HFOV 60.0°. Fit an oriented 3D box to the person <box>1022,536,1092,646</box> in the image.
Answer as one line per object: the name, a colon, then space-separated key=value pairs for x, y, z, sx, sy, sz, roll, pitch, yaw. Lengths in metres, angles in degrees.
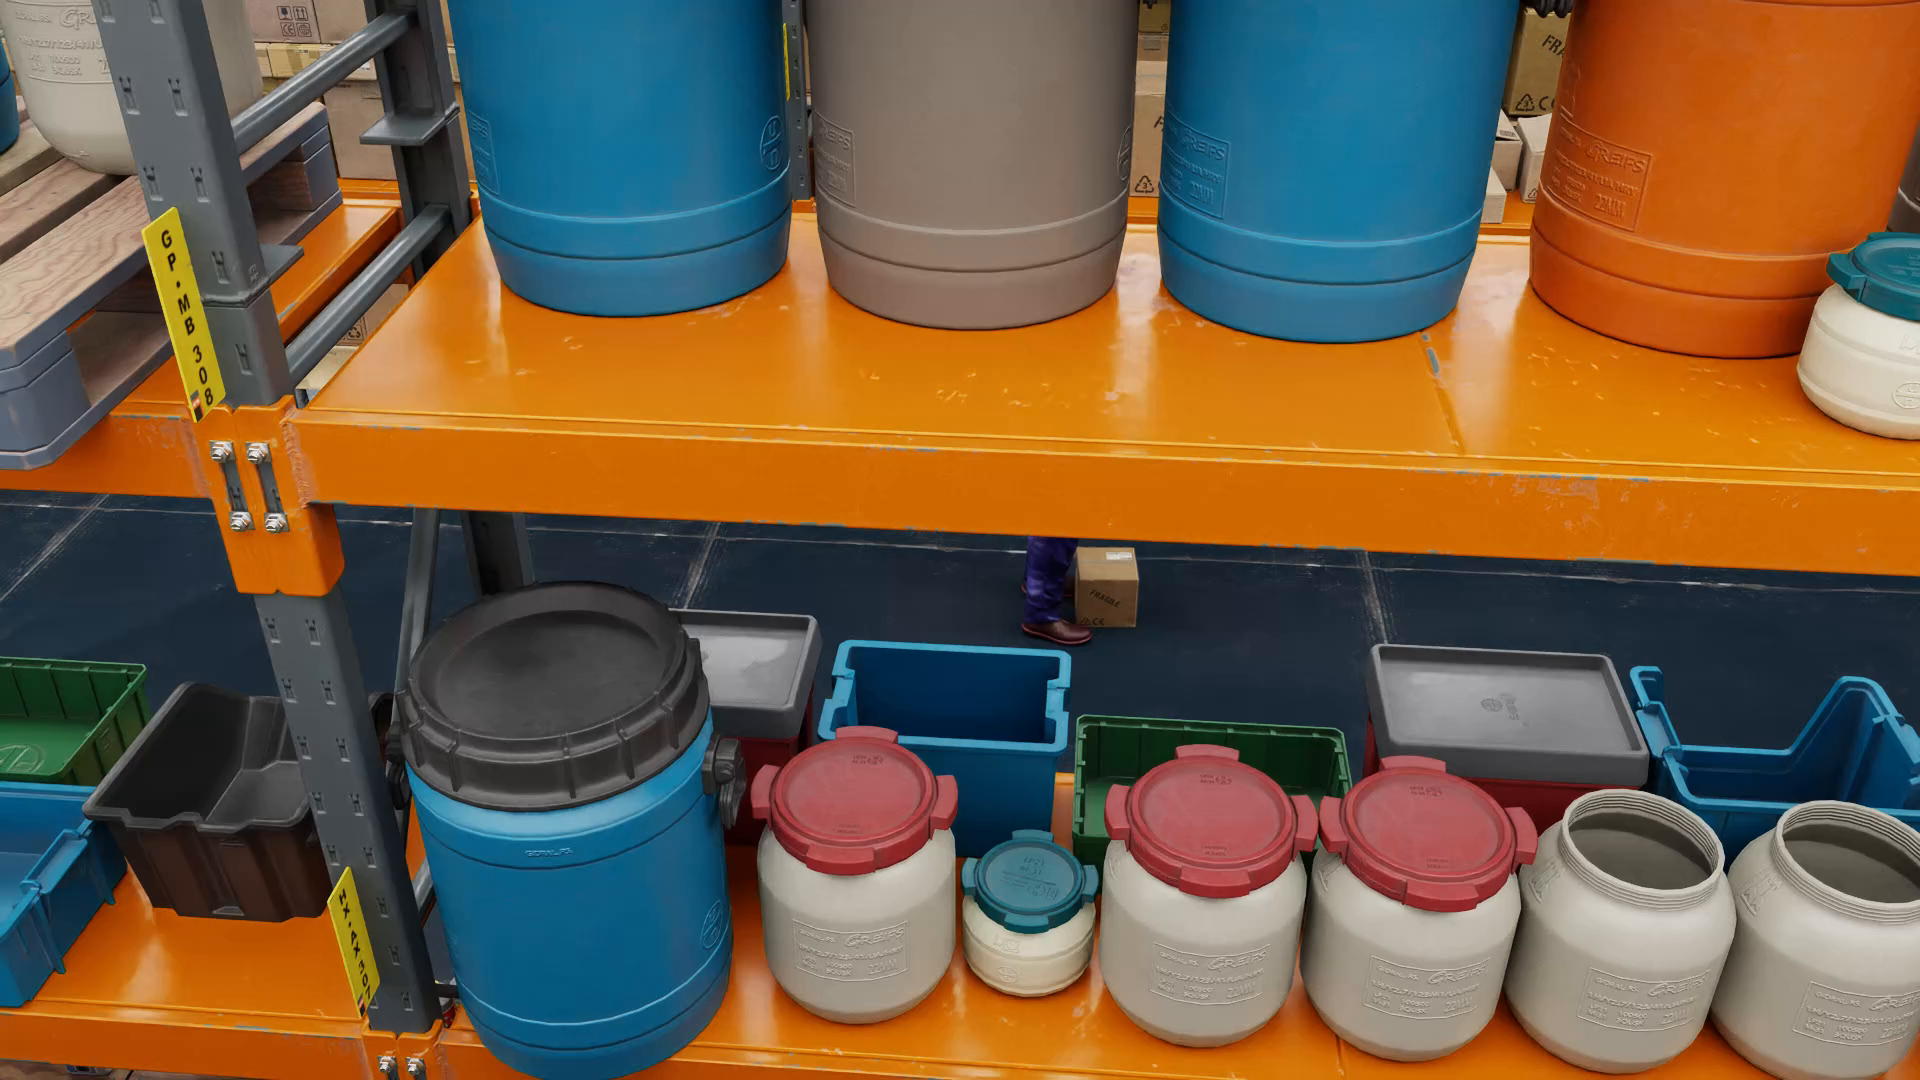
person: x=0.387 y=-0.394 z=6.783 sx=0.361 sy=1.638 sz=0.563 roll=1 pitch=32 yaw=2
